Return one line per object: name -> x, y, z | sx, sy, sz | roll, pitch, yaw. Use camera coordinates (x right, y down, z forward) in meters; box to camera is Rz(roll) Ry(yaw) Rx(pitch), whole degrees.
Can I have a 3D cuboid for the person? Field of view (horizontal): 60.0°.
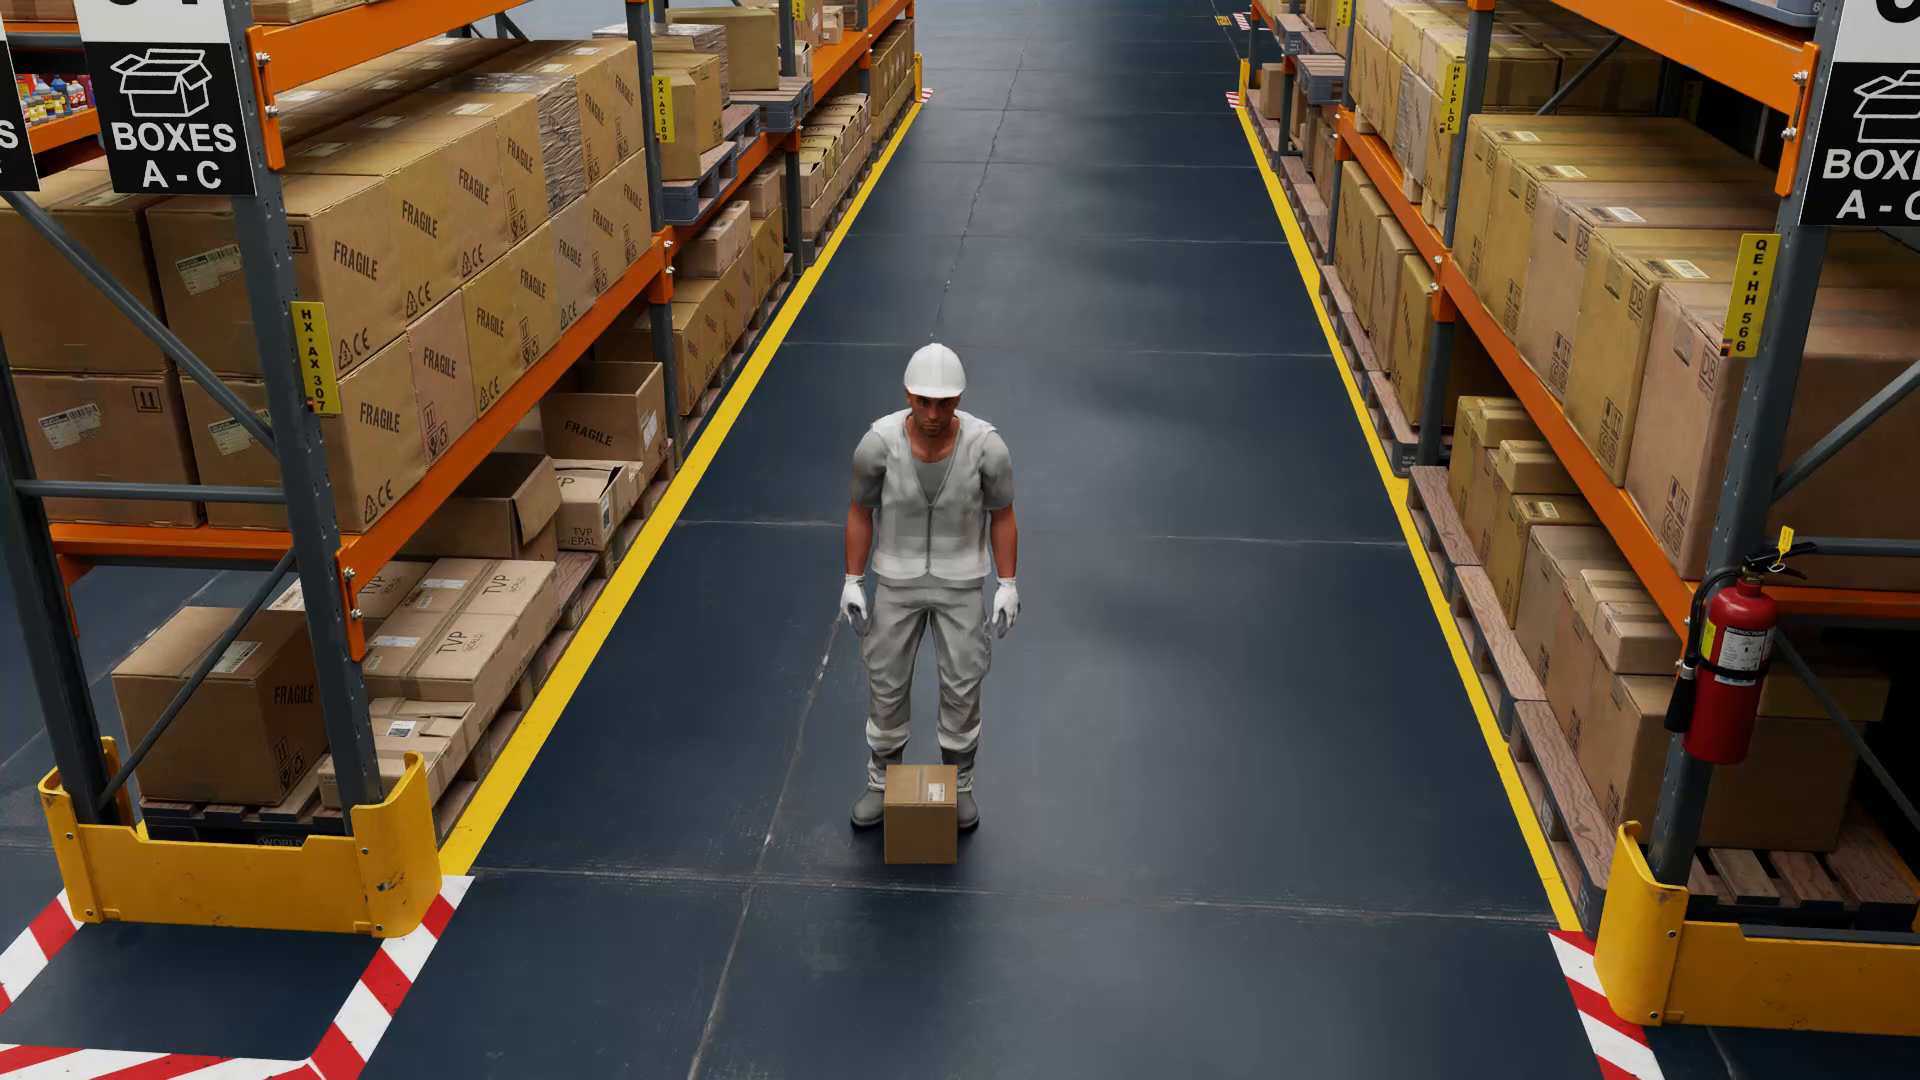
person -> -0.100, 0.170, 5.708 | 0.622, 1.781, 0.445 | 1, 24, 2
